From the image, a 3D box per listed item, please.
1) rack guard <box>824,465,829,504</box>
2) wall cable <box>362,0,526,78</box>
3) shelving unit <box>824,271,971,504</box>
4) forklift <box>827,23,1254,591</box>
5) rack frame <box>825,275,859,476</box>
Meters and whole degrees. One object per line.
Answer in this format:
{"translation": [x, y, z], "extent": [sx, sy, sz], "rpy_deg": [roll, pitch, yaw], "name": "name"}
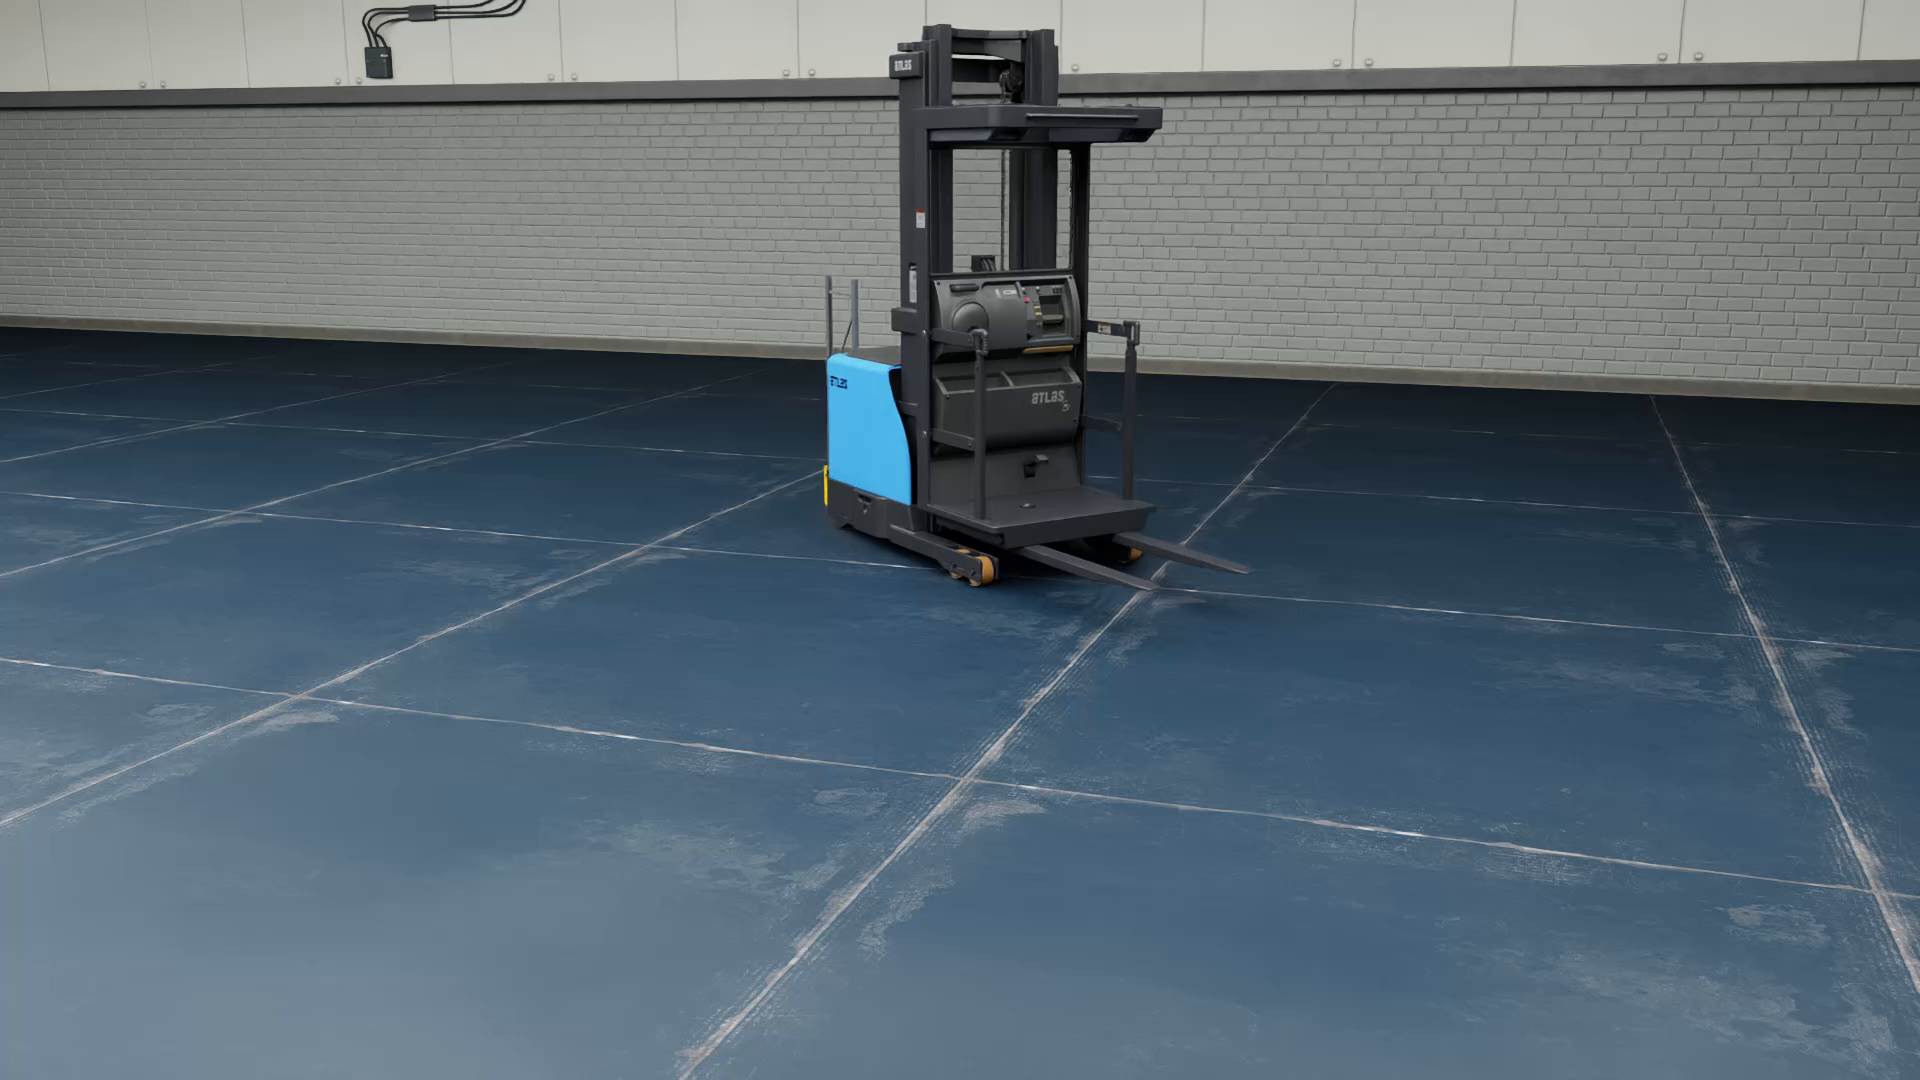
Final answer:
{"translation": [-0.745, -0.317, 10.805], "extent": [0.087, 0.250, 0.587], "rpy_deg": [-6, 14, -24], "name": "rack guard"}
{"translation": [-6.060, -8.432, 19.066], "extent": [2.305, 6.003, 0.169], "rpy_deg": [4, 14, 18], "name": "wall cable"}
{"translation": [-0.296, -0.975, 10.876], "extent": [1.083, 1.500, 0.587], "rpy_deg": [-6, 14, -24], "name": "shelving unit"}
{"translation": [0.384, -1.298, 9.089], "extent": [1.130, 2.935, 3.031], "rpy_deg": [-8, 15, -31], "name": "forklift"}
{"translation": [-0.748, -0.927, 10.670], "extent": [0.032, 1.500, 0.500], "rpy_deg": [-6, 14, -24], "name": "rack frame"}
